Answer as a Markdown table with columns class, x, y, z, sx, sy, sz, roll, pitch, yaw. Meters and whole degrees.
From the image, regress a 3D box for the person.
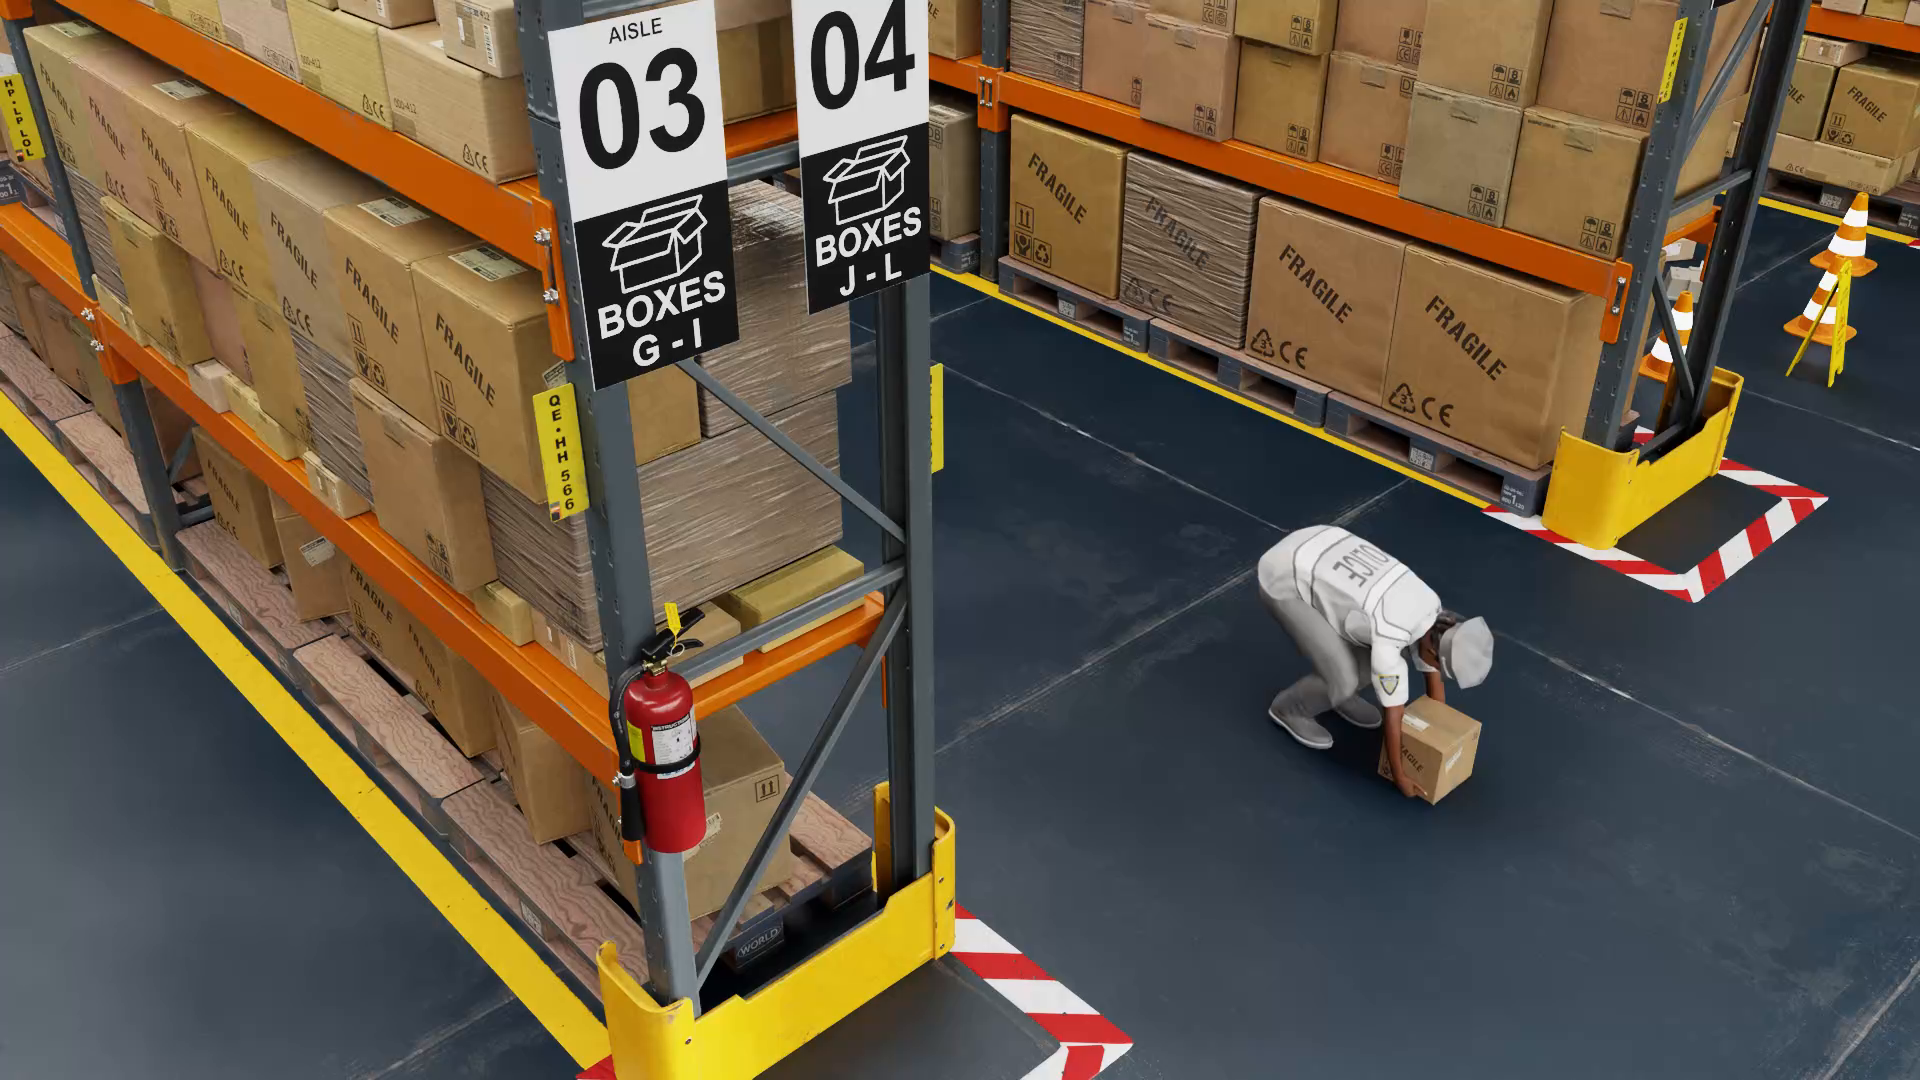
| class | x | y | z | sx | sy | sz | roll | pitch | yaw |
| --- | --- | --- | --- | --- | --- | --- | --- | --- | --- |
| person | 1.532 | 0.430 | 6.265 | 0.916 | 0.833 | 0.458 | 28 | 41 | 37 |
